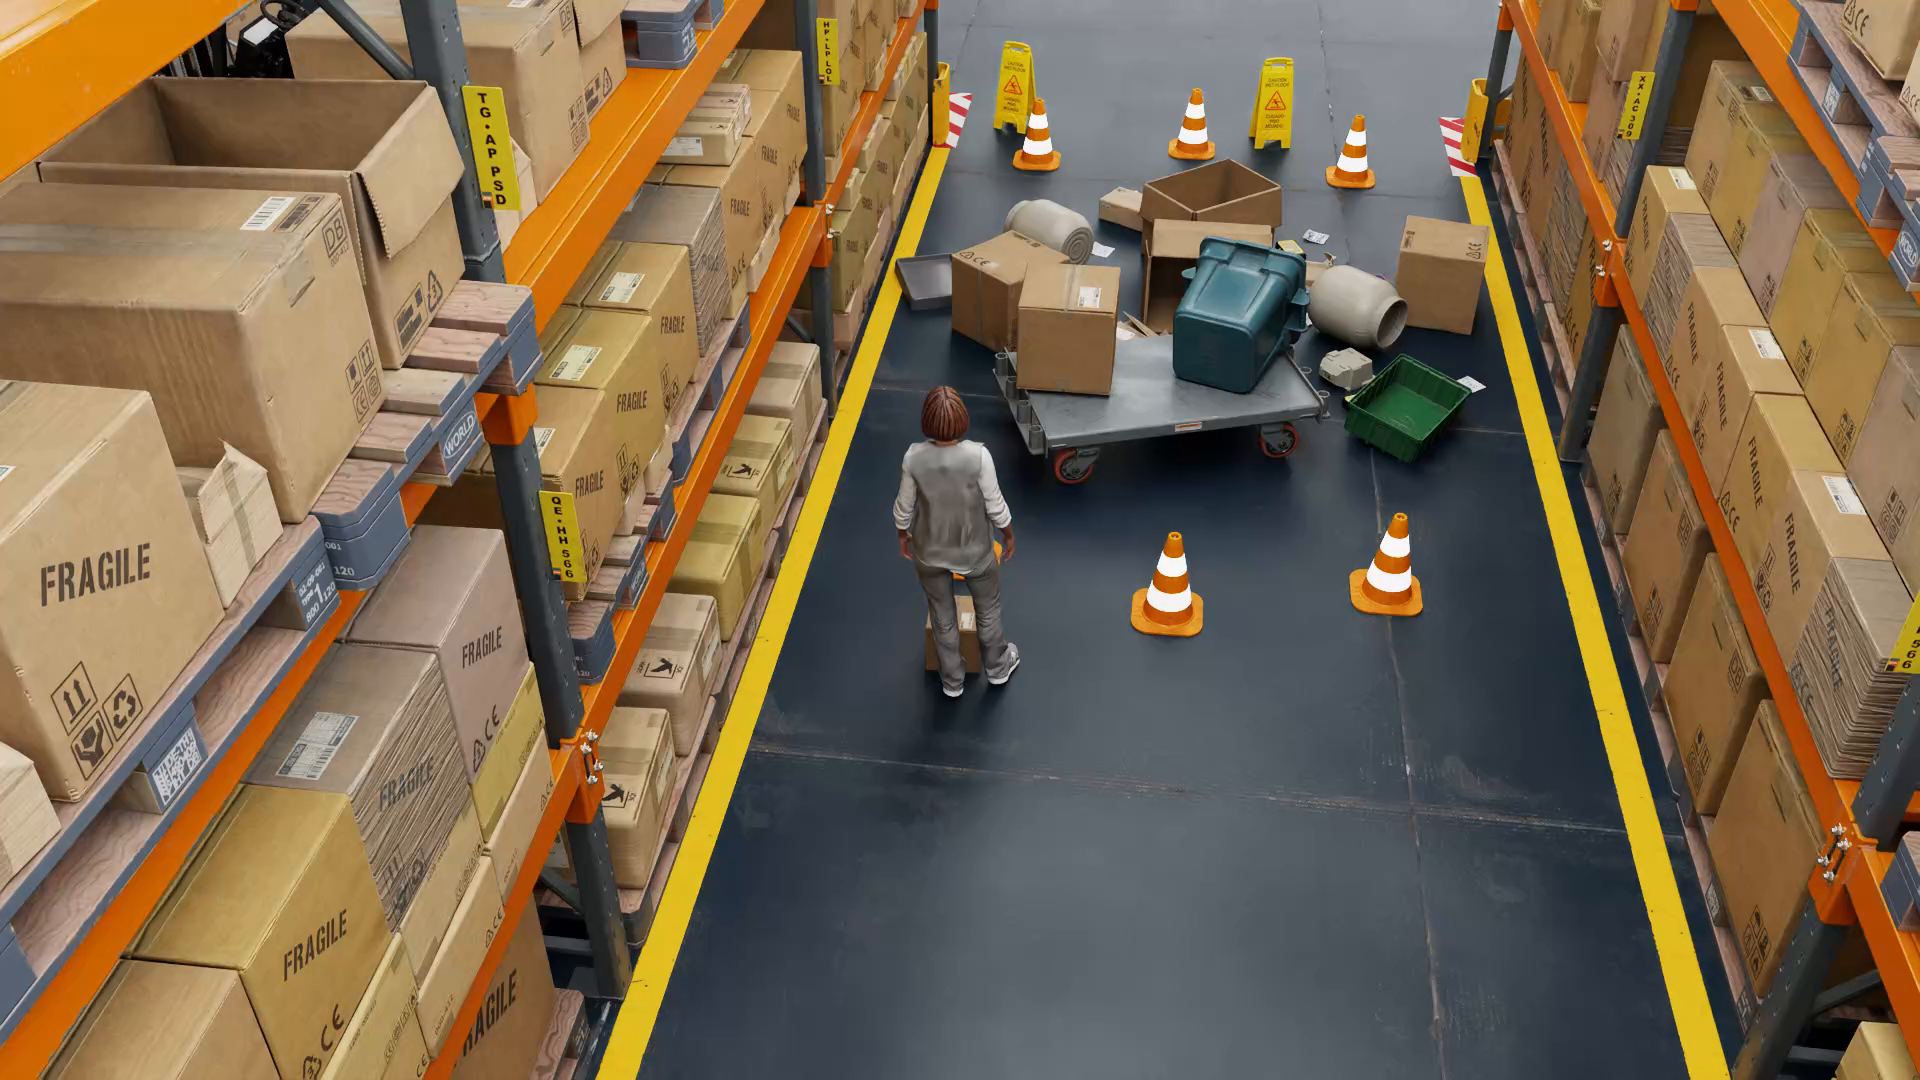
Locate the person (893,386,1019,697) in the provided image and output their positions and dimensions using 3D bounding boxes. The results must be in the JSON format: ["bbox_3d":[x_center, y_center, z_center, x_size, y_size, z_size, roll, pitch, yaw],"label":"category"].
[{"bbox_3d":[-0.005,0.004,7.046,0.519,1.571,0.474,4,37,6],"label":"person"}]
